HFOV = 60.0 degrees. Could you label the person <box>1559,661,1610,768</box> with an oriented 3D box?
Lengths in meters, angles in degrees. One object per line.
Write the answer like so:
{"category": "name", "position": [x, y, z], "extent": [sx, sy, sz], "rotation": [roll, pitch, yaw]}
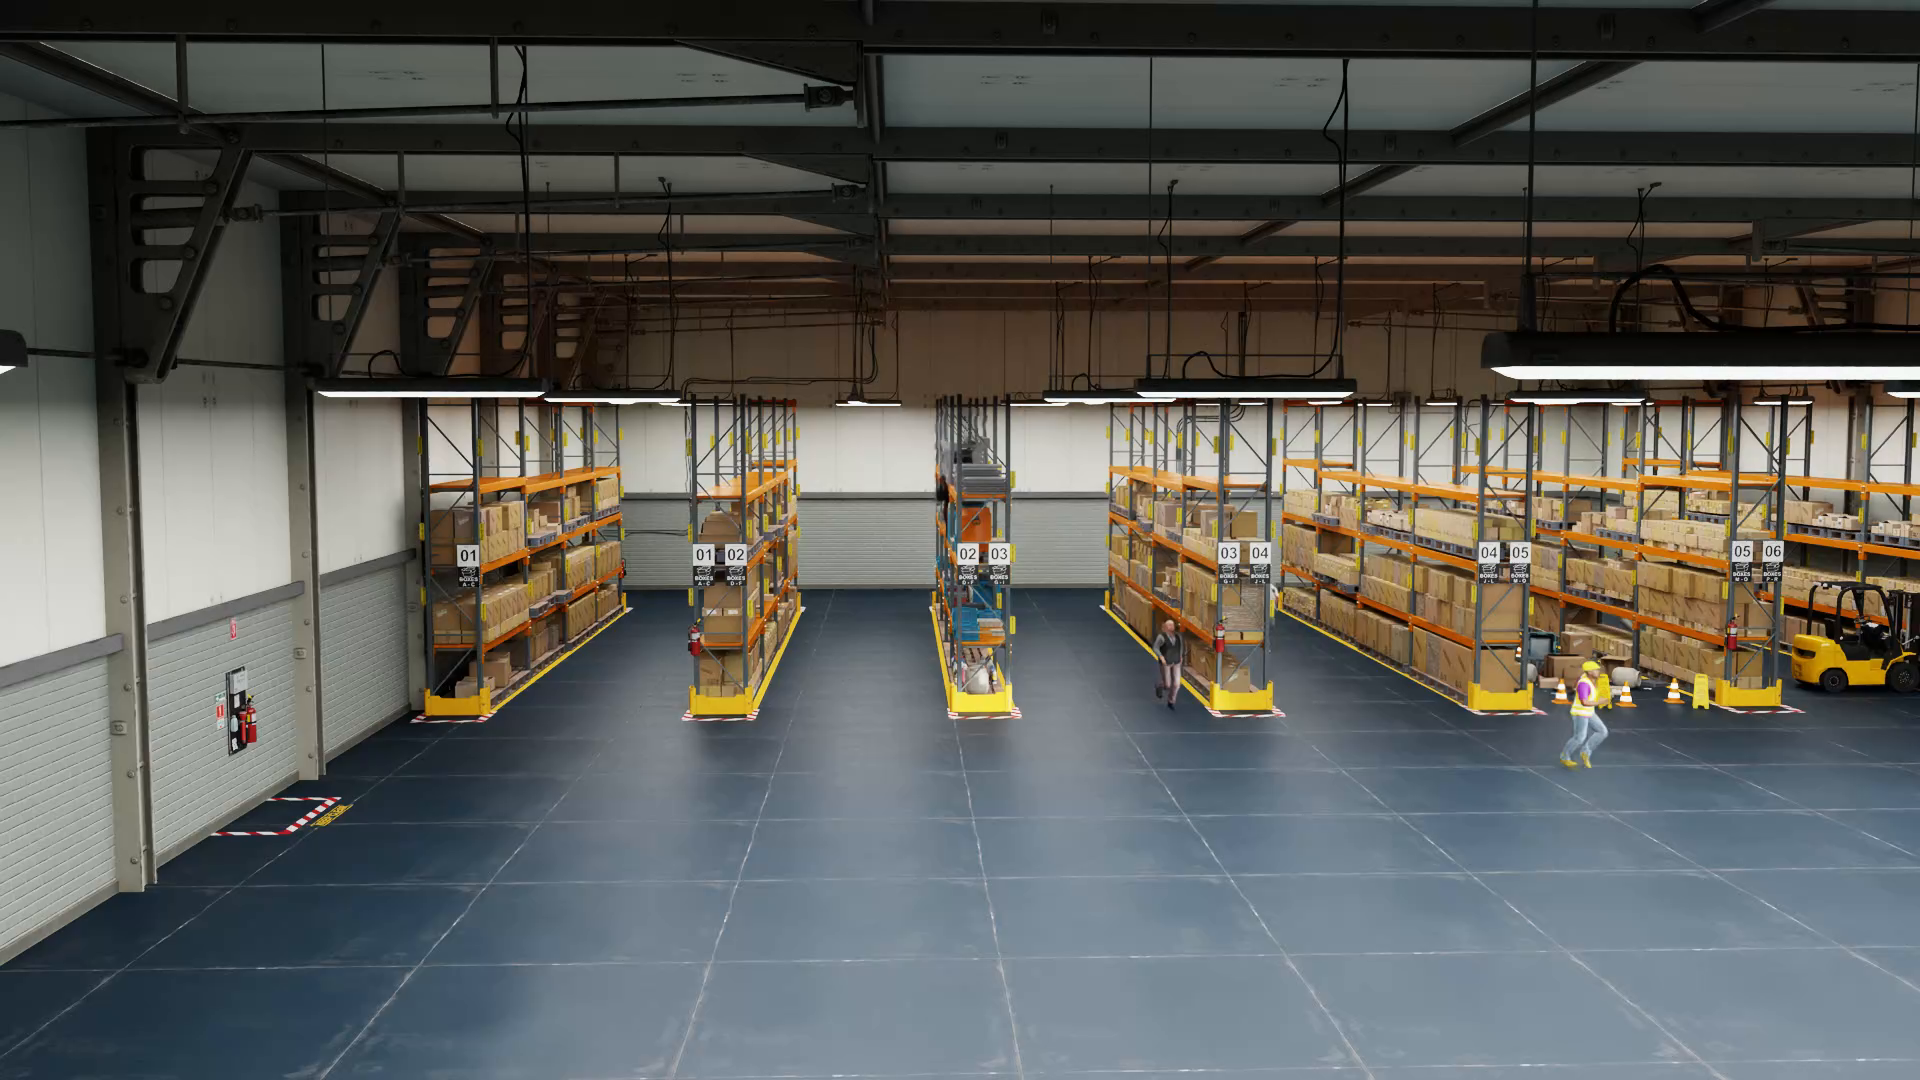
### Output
{"category": "person", "position": [9.919, 2.767, 26.357], "extent": [0.789, 1.723, 0.736], "rotation": [3, 6, 35]}

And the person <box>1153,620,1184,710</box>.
{"category": "person", "position": [4.014, 2.384, 31.963], "extent": [0.665, 1.700, 0.699], "rotation": [-1, 5, -17]}

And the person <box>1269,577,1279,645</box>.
{"category": "person", "position": [7.517, 1.701, 40.730], "extent": [0.613, 1.660, 0.726], "rotation": [-1, 5, -7]}

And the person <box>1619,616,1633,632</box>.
{"category": "person", "position": [16.601, 1.619, 41.213], "extent": [0.710, 1.730, 0.780], "rotation": [-1, 5, -8]}
